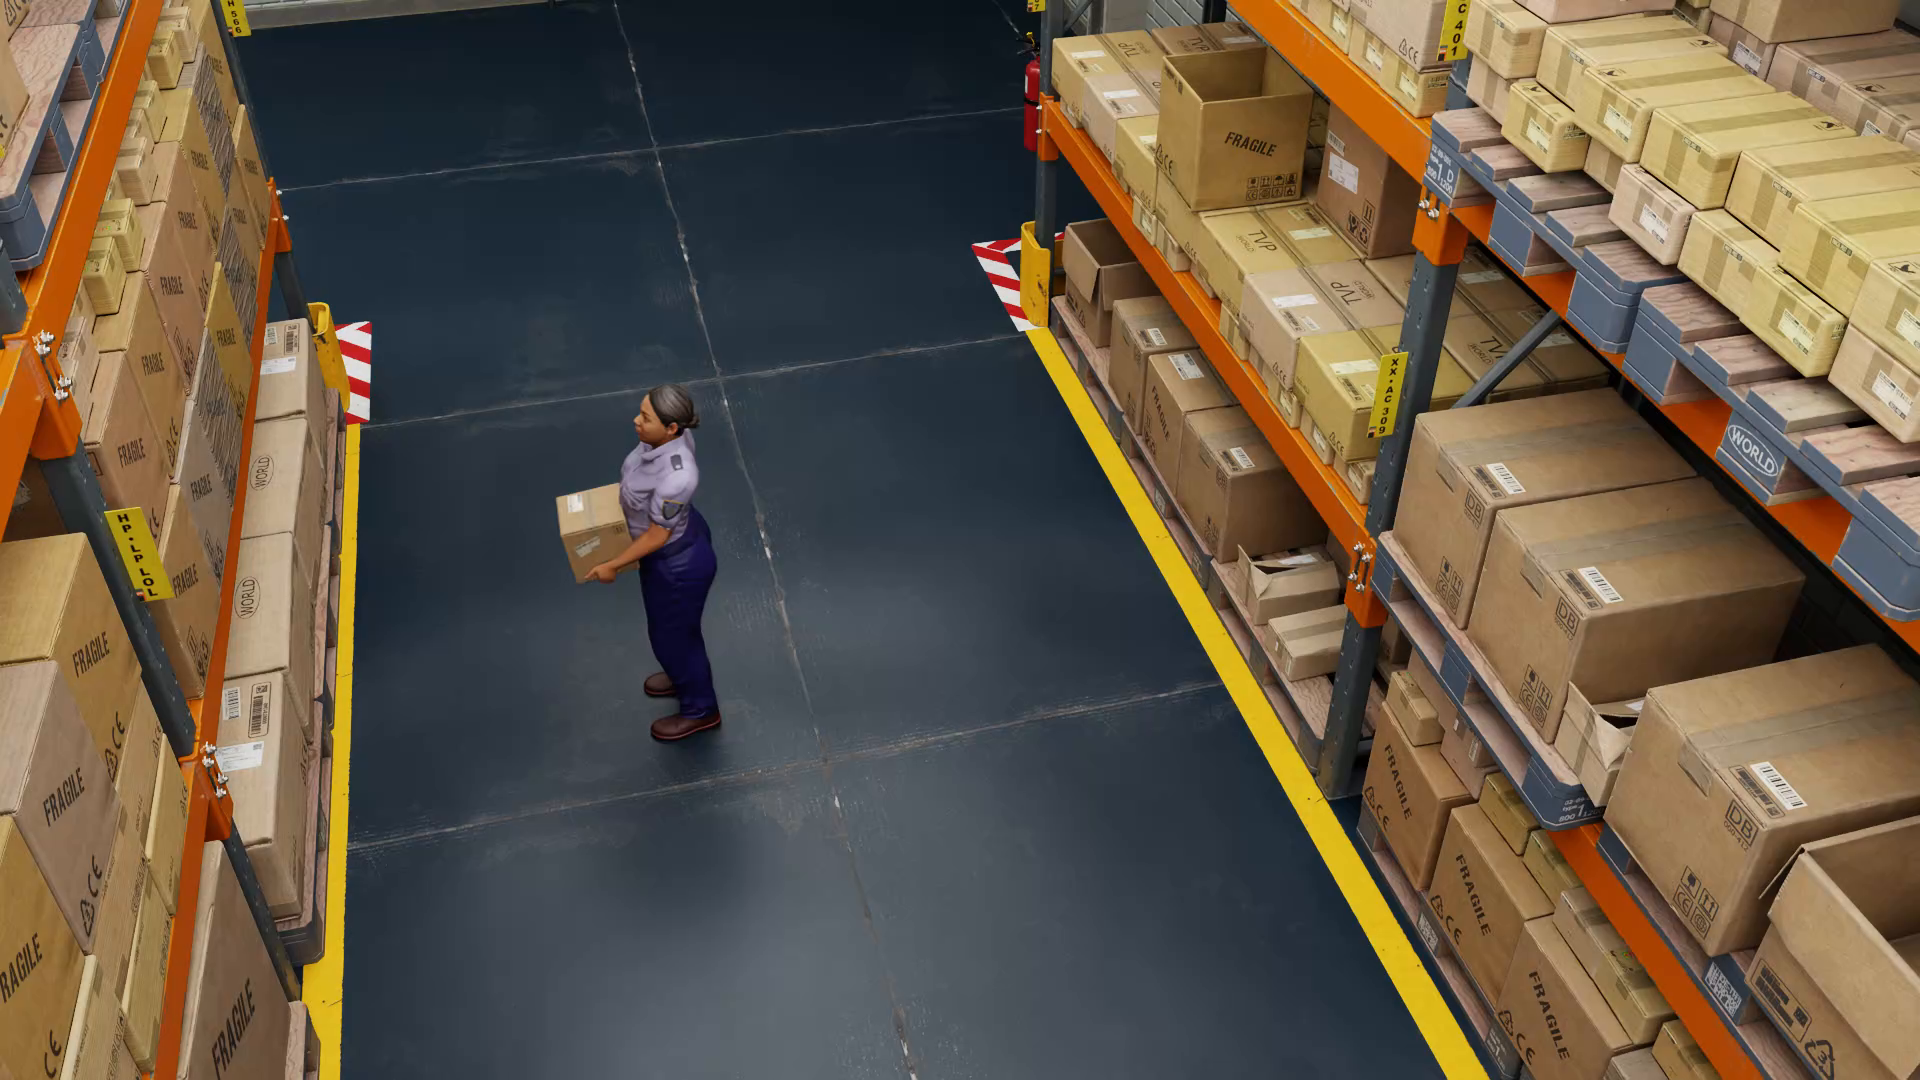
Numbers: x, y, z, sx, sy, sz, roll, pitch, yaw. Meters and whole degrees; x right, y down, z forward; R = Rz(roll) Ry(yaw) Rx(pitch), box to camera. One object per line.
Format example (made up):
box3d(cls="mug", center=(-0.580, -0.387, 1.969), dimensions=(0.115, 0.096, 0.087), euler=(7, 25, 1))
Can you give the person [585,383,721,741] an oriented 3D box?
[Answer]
box3d(cls="person", center=(-1.231, 0.092, 6.628), dimensions=(0.517, 1.622, 0.452), euler=(-9, 39, -11))
